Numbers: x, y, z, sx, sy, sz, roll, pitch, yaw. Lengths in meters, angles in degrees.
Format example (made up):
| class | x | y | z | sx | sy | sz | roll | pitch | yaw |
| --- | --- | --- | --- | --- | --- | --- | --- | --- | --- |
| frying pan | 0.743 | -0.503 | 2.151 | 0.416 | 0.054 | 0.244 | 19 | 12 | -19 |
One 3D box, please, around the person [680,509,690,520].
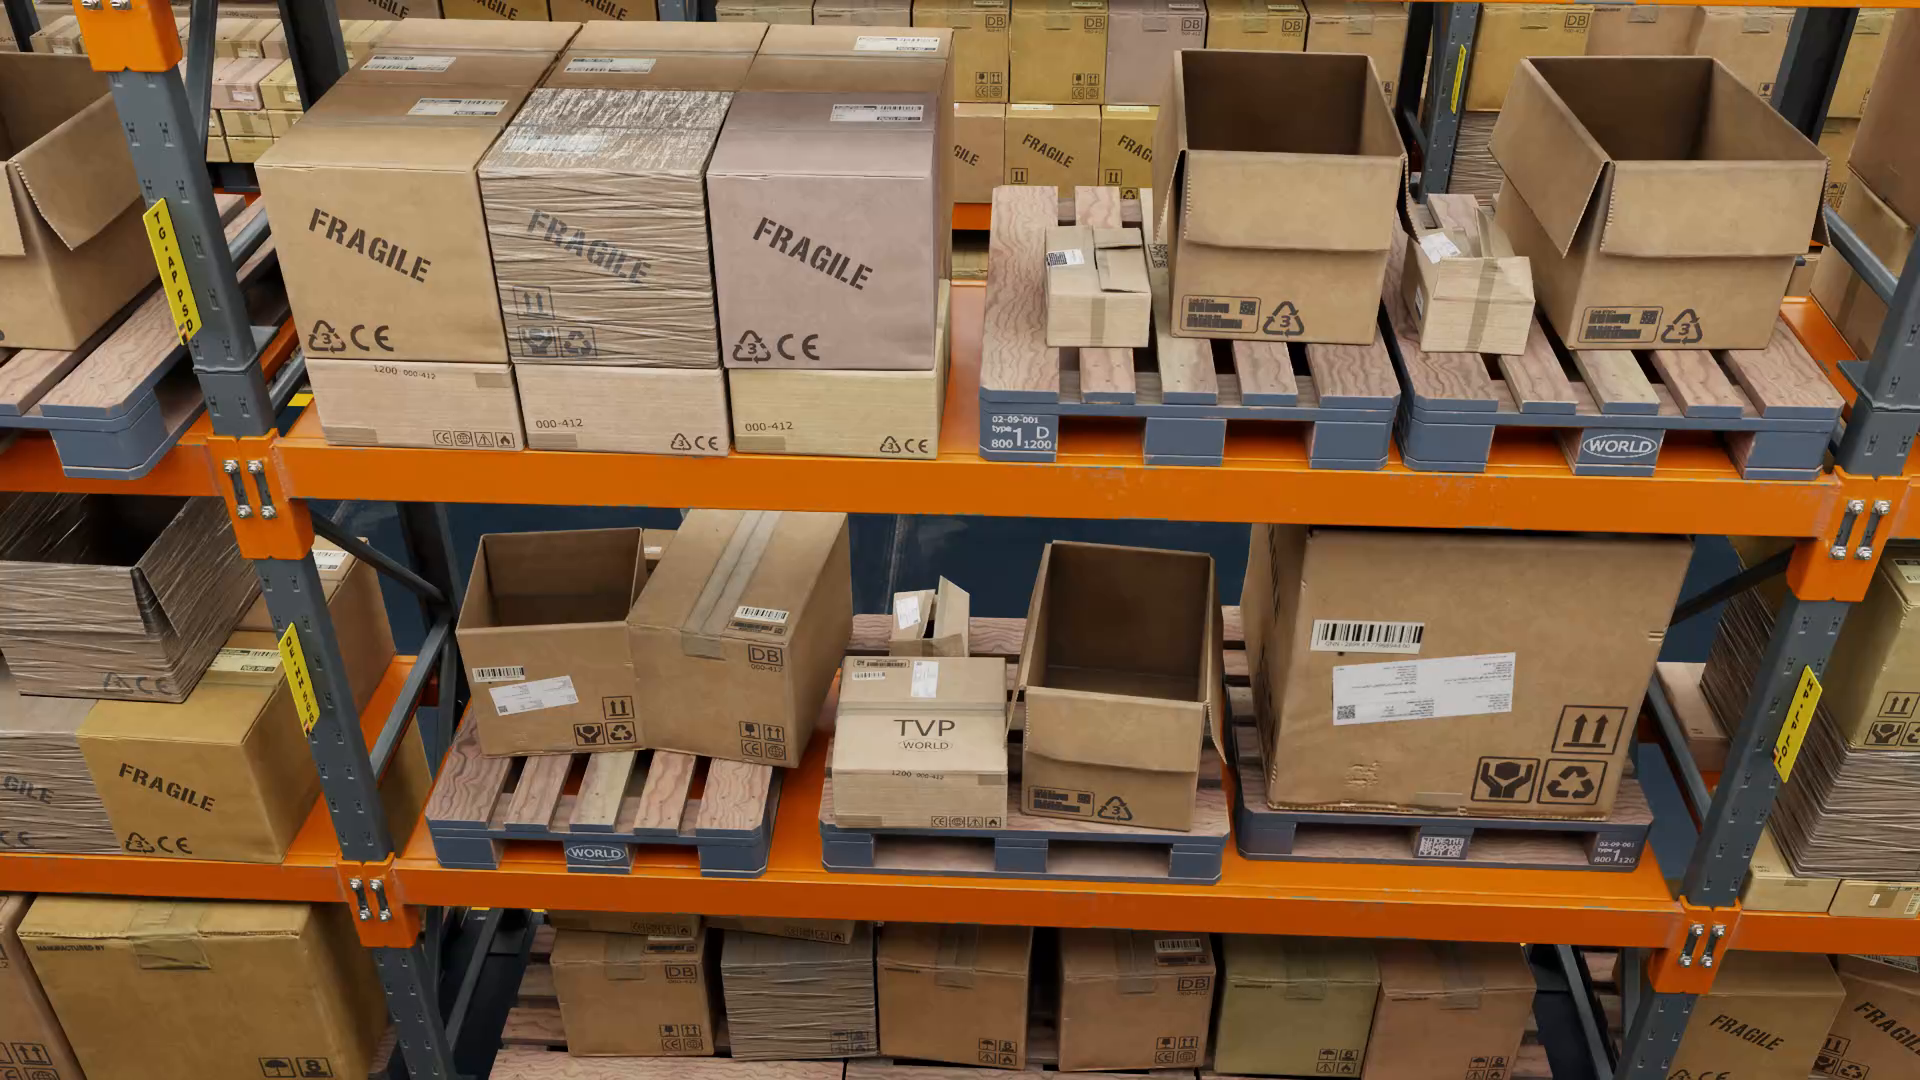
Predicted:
| class | x | y | z | sx | sy | sz | roll | pitch | yaw |
| --- | --- | --- | --- | --- | --- | --- | --- | --- | --- |
| person | -1.219 | -0.494 | 7.831 | 0.417 | 1.774 | 0.656 | 0 | 35 | 0 |
